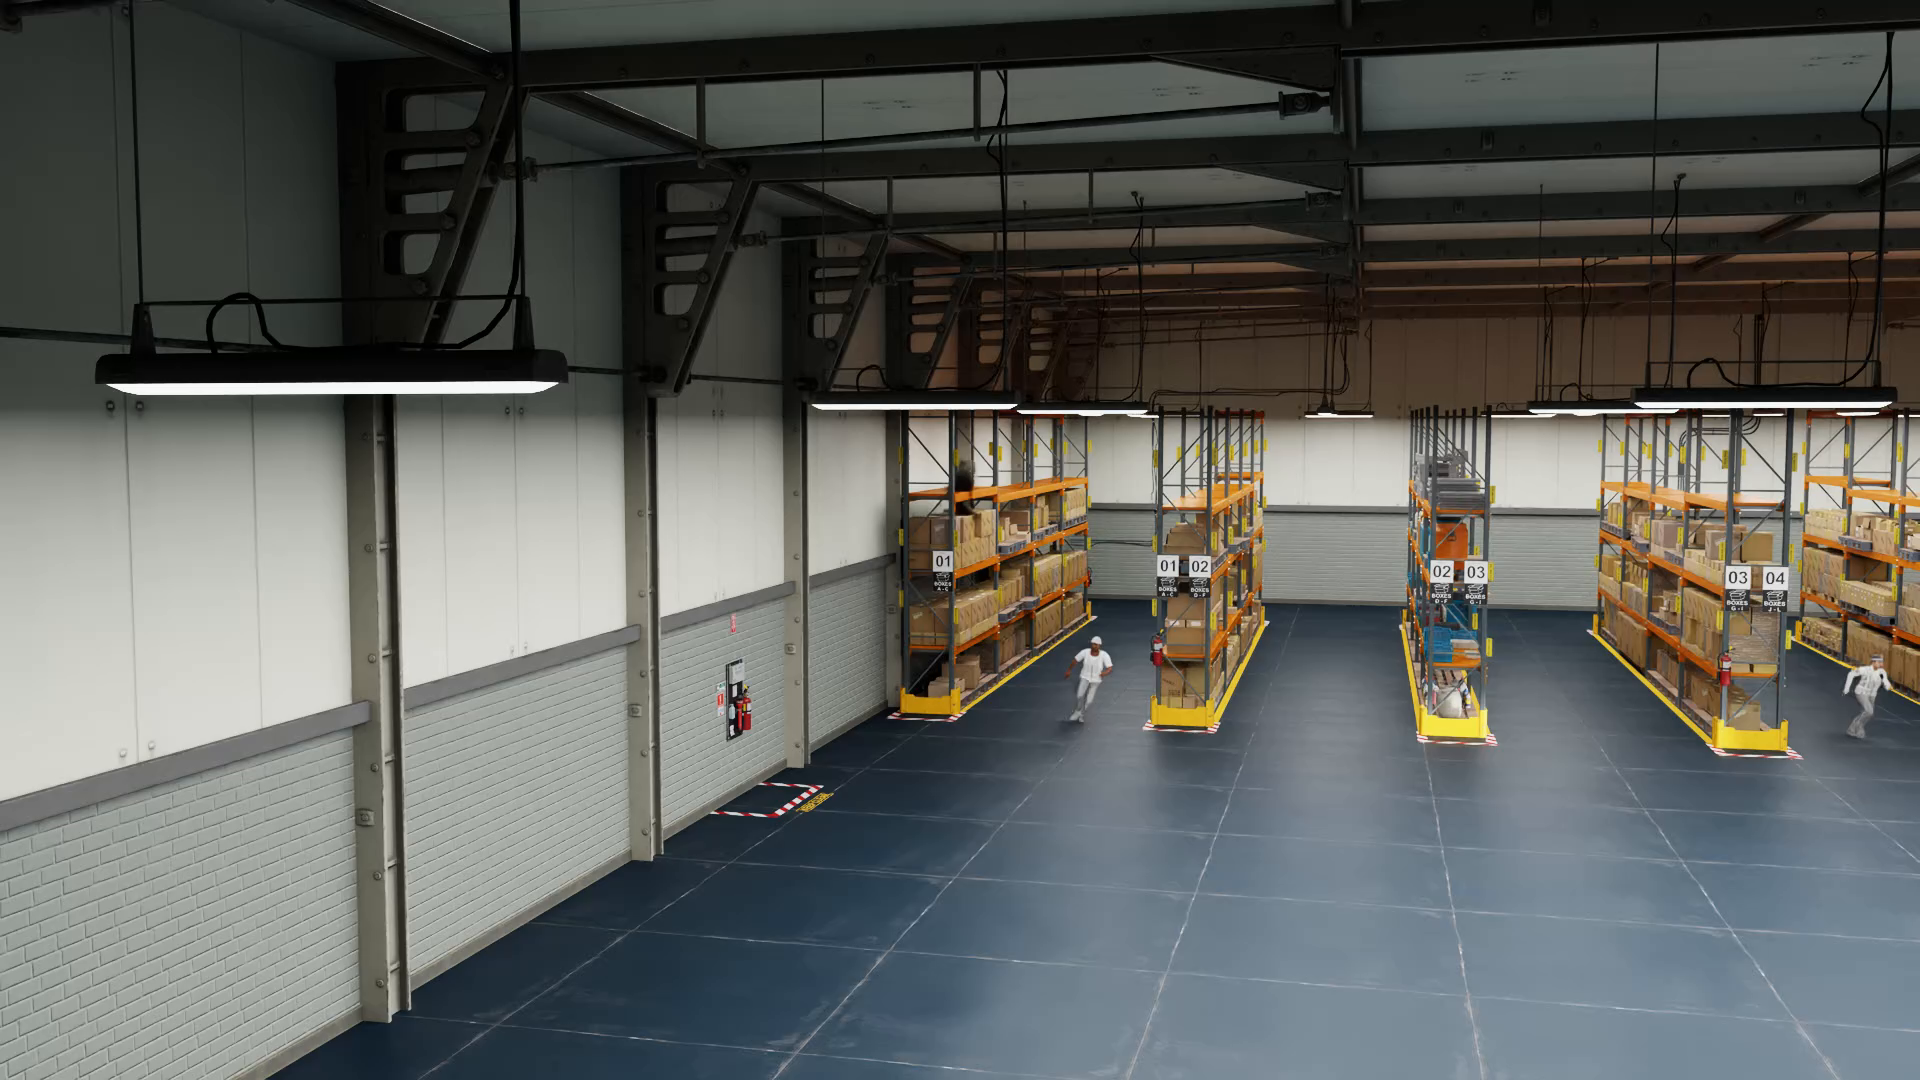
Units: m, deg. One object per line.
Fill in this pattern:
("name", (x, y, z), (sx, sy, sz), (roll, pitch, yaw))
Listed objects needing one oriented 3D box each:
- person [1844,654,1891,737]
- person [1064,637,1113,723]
("person", (16.317, 2.792, 29.870), (0.593, 1.547, 0.907), (-1, 4, -11))
("person", (2.444, 2.646, 31.402), (0.892, 1.653, 0.697), (0, 4, -1))
